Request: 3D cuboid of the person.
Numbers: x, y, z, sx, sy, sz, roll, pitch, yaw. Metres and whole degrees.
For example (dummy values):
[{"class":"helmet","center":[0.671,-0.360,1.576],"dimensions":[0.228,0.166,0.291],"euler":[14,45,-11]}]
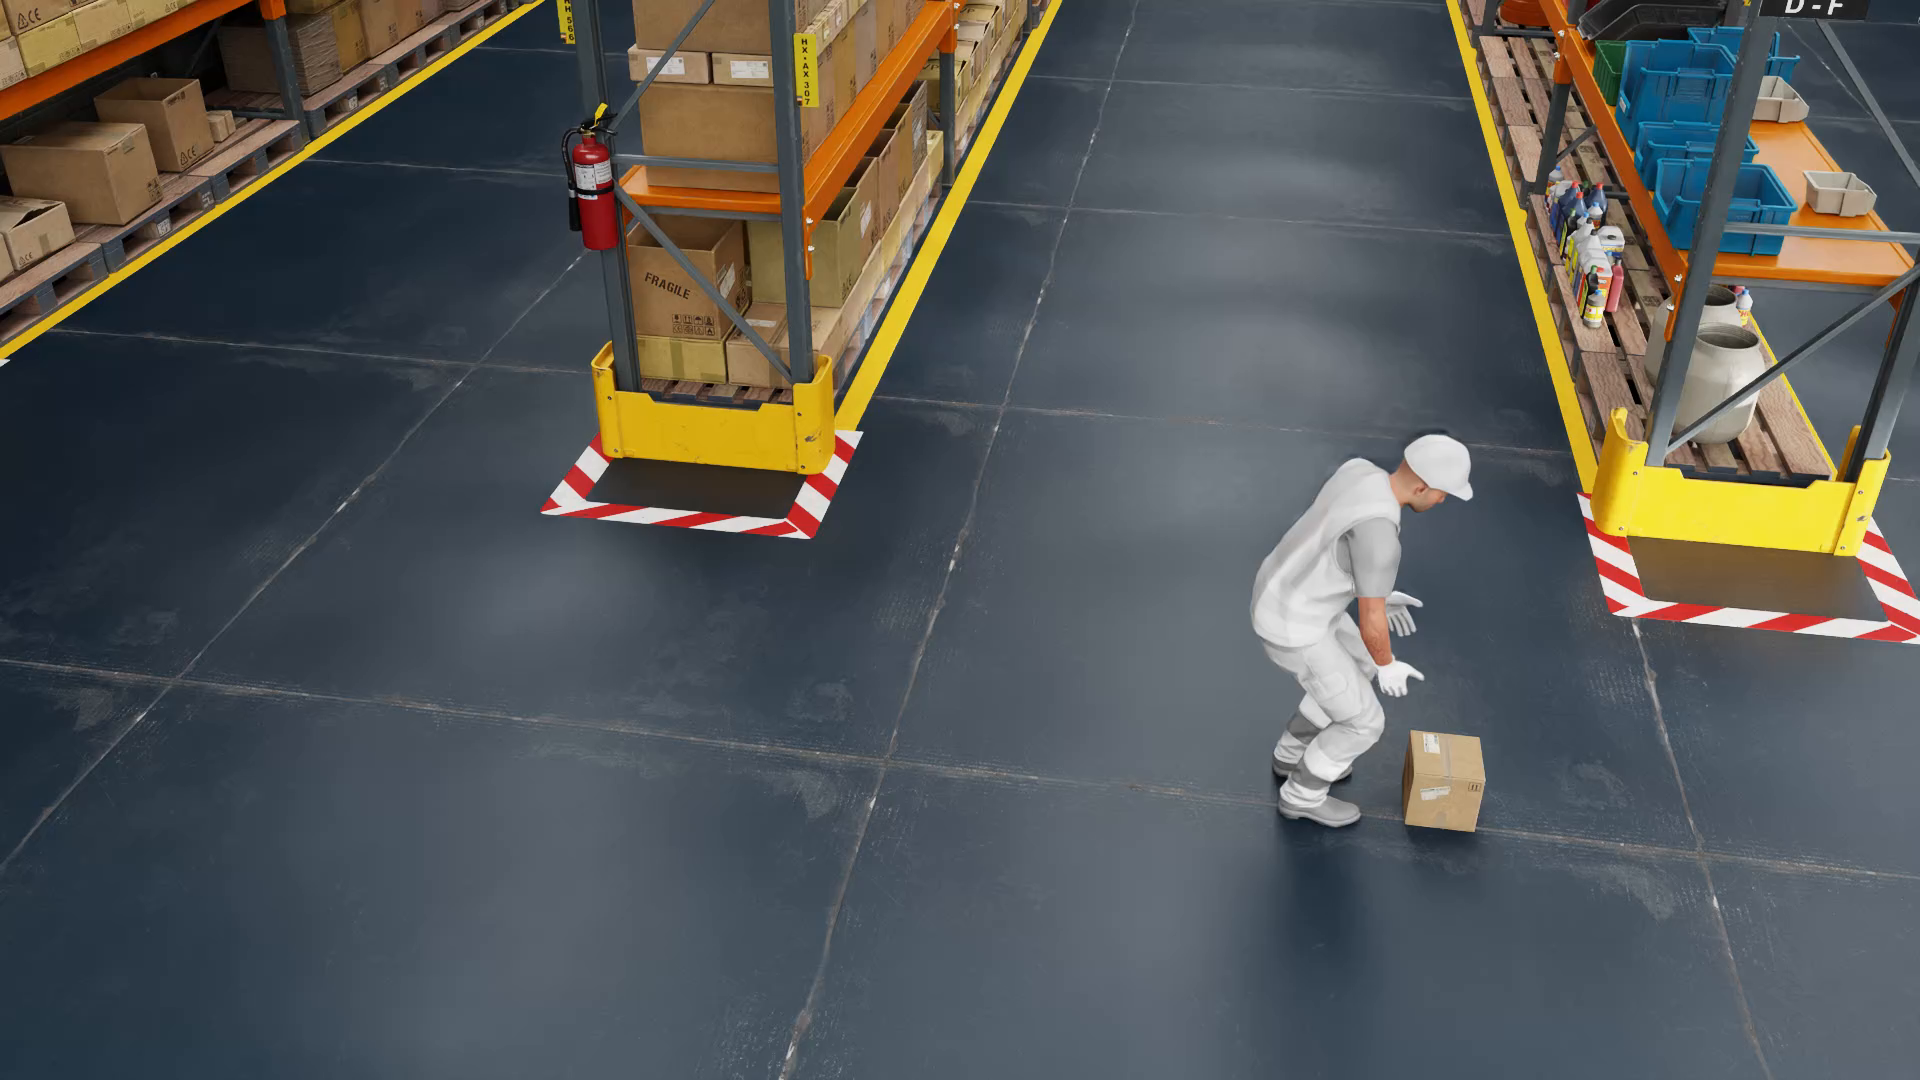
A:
[{"class":"person","center":[1.374,0.289,5.900],"dimensions":[0.690,1.528,0.579],"euler":[5,33,9]}]
